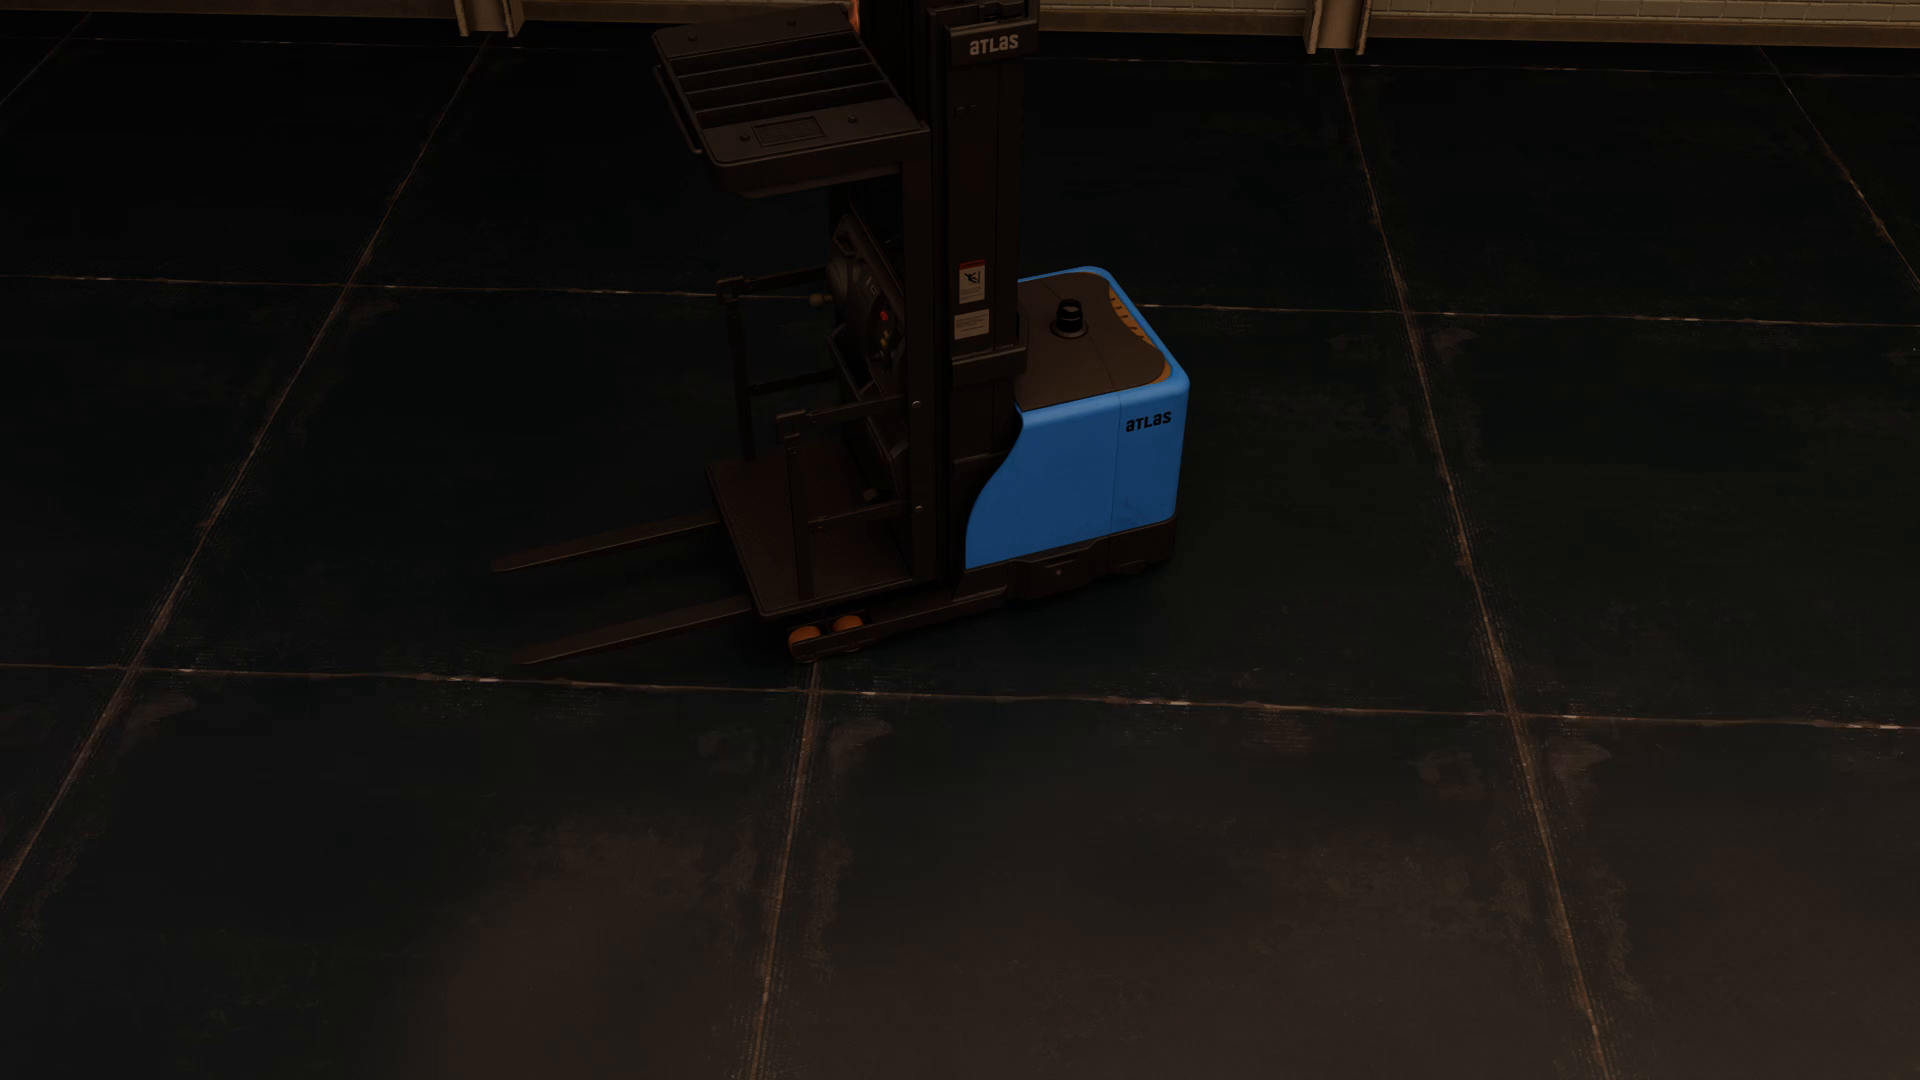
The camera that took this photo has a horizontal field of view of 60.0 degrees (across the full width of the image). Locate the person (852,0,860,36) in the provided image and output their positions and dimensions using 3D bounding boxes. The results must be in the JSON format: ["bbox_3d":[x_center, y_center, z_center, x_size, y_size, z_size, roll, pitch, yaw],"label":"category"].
[{"bbox_3d":[-0.350,-3.222,10.214,0.624,1.663,0.377,-3,42,-3],"label":"person"}]

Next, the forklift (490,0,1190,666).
[{"bbox_3d":[-0.573,-0.945,6.778,3.031,2.935,1.130,-13,44,-14],"label":"forklift"}]
